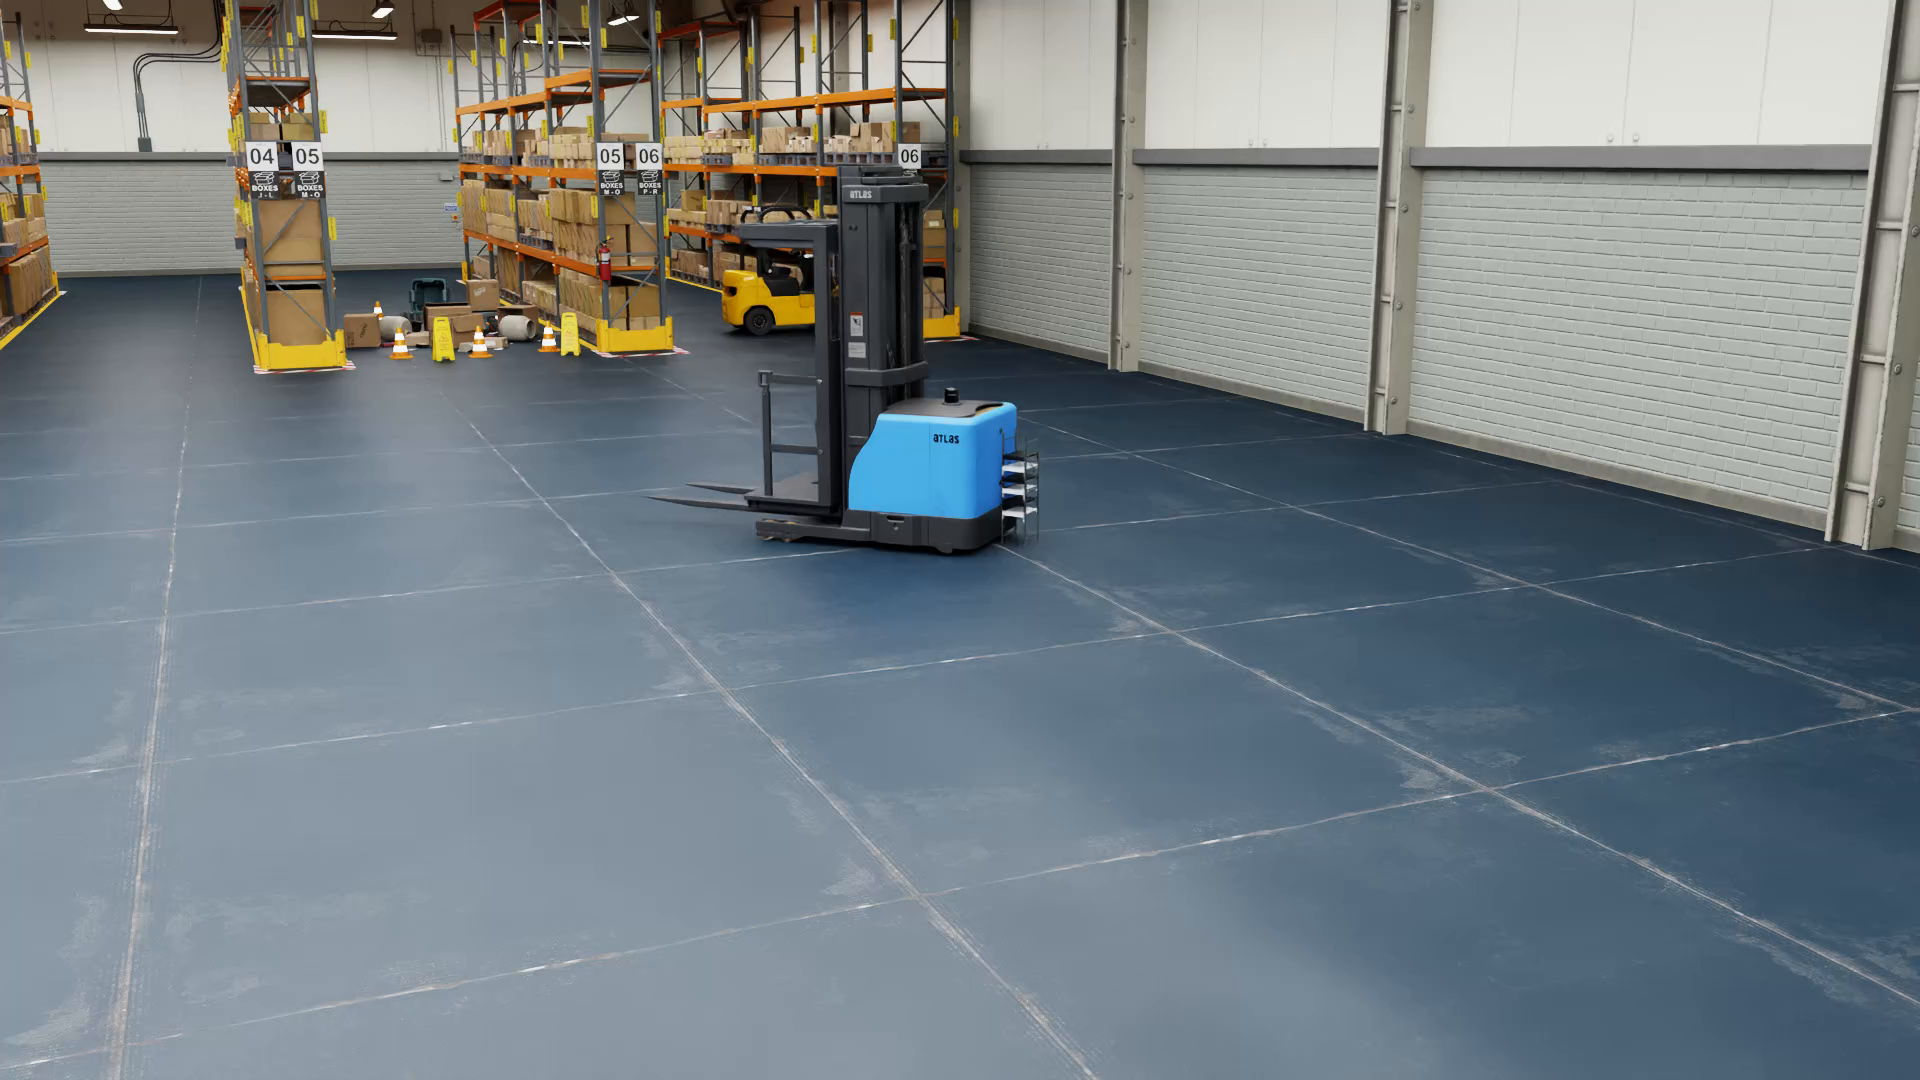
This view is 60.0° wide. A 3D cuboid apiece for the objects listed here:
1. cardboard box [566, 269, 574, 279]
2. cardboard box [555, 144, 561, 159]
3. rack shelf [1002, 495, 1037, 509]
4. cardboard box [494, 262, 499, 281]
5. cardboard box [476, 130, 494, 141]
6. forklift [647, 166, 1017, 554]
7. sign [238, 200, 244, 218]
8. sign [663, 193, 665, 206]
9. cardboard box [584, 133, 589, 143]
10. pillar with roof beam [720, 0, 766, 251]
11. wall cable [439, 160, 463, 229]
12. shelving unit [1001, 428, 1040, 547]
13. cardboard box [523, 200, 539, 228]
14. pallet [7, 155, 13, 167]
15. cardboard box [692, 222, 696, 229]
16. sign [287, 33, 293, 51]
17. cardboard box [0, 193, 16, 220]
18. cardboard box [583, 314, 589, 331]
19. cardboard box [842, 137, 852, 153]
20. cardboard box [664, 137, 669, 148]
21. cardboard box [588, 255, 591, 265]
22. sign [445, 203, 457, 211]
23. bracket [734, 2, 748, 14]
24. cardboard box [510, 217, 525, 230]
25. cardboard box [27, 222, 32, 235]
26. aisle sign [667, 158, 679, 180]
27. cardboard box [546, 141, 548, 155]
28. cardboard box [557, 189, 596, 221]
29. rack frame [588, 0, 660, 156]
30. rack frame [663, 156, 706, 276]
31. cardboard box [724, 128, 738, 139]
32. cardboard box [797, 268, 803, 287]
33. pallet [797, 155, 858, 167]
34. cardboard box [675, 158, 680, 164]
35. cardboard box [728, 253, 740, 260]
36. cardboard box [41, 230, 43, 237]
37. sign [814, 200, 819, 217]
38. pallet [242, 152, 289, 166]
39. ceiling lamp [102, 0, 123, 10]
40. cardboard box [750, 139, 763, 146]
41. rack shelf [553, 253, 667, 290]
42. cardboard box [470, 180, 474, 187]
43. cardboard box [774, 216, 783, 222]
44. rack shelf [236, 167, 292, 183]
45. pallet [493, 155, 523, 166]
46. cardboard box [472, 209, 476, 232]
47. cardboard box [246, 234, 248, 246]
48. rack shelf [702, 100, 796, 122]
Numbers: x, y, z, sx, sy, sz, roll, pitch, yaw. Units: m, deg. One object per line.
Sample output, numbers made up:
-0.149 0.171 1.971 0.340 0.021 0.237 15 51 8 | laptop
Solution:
-6.546 -4.569 28.525 0.380 0.149 0.250 -5 14 -21 | cardboard box
-6.597 -6.618 28.334 0.500 0.250 0.500 -6 14 -23 | cardboard box
0.479 -0.296 13.202 0.200 0.077 0.258 8 15 29 | rack shelf
-10.096 -6.055 37.630 0.875 0.438 0.875 -6 14 -24 | cardboard box
-10.512 -9.000 37.569 0.797 0.503 0.637 -4 14 -19 | cardboard box
-1.101 -1.514 13.411 3.031 2.935 1.130 5 14 21 | forklift
-13.329 -6.139 30.852 0.100 0.325 0.005 -6 14 -23 | sign
-7.495 -8.607 41.988 0.100 0.325 0.005 -6 14 -23 | sign
-5.729 -6.359 26.327 0.380 0.149 0.250 -6 14 -24 | cardboard box
-8.793 -10.168 37.344 9.100 9.000 0.548 -6 14 -23 | pillar with roof beam
-13.825 -9.459 45.263 0.585 1.953 0.123 -6 14 -23 | wall cable
0.479 -0.417 13.174 0.210 0.900 0.258 8 15 29 | shelving unit
-8.157 -6.310 32.169 0.500 0.500 0.500 -5 14 -20 | cardboard box
-18.610 -7.247 31.803 0.805 0.209 1.217 -6 14 -25 | pallet
-6.214 -7.539 39.850 0.380 0.149 0.250 -6 14 -24 | cardboard box
-12.328 -9.171 30.614 0.100 0.325 0.005 -6 14 -23 | sign
-18.759 -6.470 32.228 0.797 0.503 0.637 -6 14 -24 | cardboard box
-5.906 -3.595 27.419 0.500 0.250 0.500 -6 14 -23 | cardboard box
-1.875 -7.071 29.760 0.396 0.266 0.258 -6 14 -24 | cardboard box
-7.051 -9.897 41.392 0.500 0.250 0.500 -6 14 -24 | cardboard box
-5.767 -4.513 26.773 0.380 0.149 0.250 -6 14 -24 | cardboard box
-13.894 -9.088 45.387 0.327 0.218 0.001 -6 14 -23 | sign
-5.008 -12.192 38.109 0.235 0.232 0.430 -6 14 -23 | bracket
-8.767 -6.380 33.510 0.500 0.250 0.500 -6 14 -23 | cardboard box
-18.971 -6.257 33.424 0.500 0.250 0.500 -6 14 -24 | cardboard box
-7.295 -9.489 41.951 0.394 0.787 0.004 -6 14 -23 | aisle sign
-7.104 -7.007 29.741 0.500 0.250 0.500 -6 14 -24 | cardboard box
-6.399 -5.663 28.087 0.700 0.500 0.500 -6 14 -24 | cardboard box
-5.135 -7.403 25.398 1.000 3.000 0.127 -6 14 -23 | rack frame
-6.998 -8.235 42.298 1.000 3.000 0.127 -6 14 -23 | rack frame
-5.210 -9.290 38.032 0.396 0.266 0.258 -6 14 -24 | cardboard box
-2.714 -5.071 32.963 0.875 0.625 0.625 -6 14 -24 | cardboard box
-2.556 -7.305 32.051 0.805 0.209 1.217 -6 14 -25 | pallet
-6.750 -9.266 40.659 0.380 0.149 0.250 -6 14 -23 | cardboard box
-5.013 -6.400 37.545 0.380 0.149 0.250 -6 14 -23 | cardboard box
-19.770 -6.513 35.417 0.380 0.149 0.250 -6 14 -24 | cardboard box
-2.685 -6.230 31.244 0.100 0.325 0.005 -6 14 -23 | sign
-10.430 -5.835 25.473 1.003 0.211 1.213 -6 14 -23 | pallet
-16.163 -11.907 31.915 0.800 3.185 2.000 -6 14 -23 | ceiling lamp
-4.202 -8.354 34.948 0.380 0.149 0.250 -5 14 -21 | cardboard box
-5.937 -4.543 27.941 1.077 0.370 4.000 -6 14 -23 | rack shelf
-11.074 -8.215 38.334 0.380 0.149 0.250 -6 14 -24 | cardboard box
-3.447 -6.425 33.704 0.500 0.250 0.500 -6 14 -24 | cardboard box
-13.636 -7.189 32.722 1.077 0.370 4.000 -6 14 -23 | rack shelf
-9.097 -7.861 34.450 1.003 0.211 1.213 -5 14 -20 | pallet
-10.984 -7.399 38.463 0.500 0.500 0.500 -5 14 -21 | cardboard box
-12.495 -5.387 29.773 0.500 0.500 0.500 -6 14 -23 | cardboard box
-4.595 -9.373 36.391 1.077 0.370 4.000 -6 14 -23 | rack shelf
